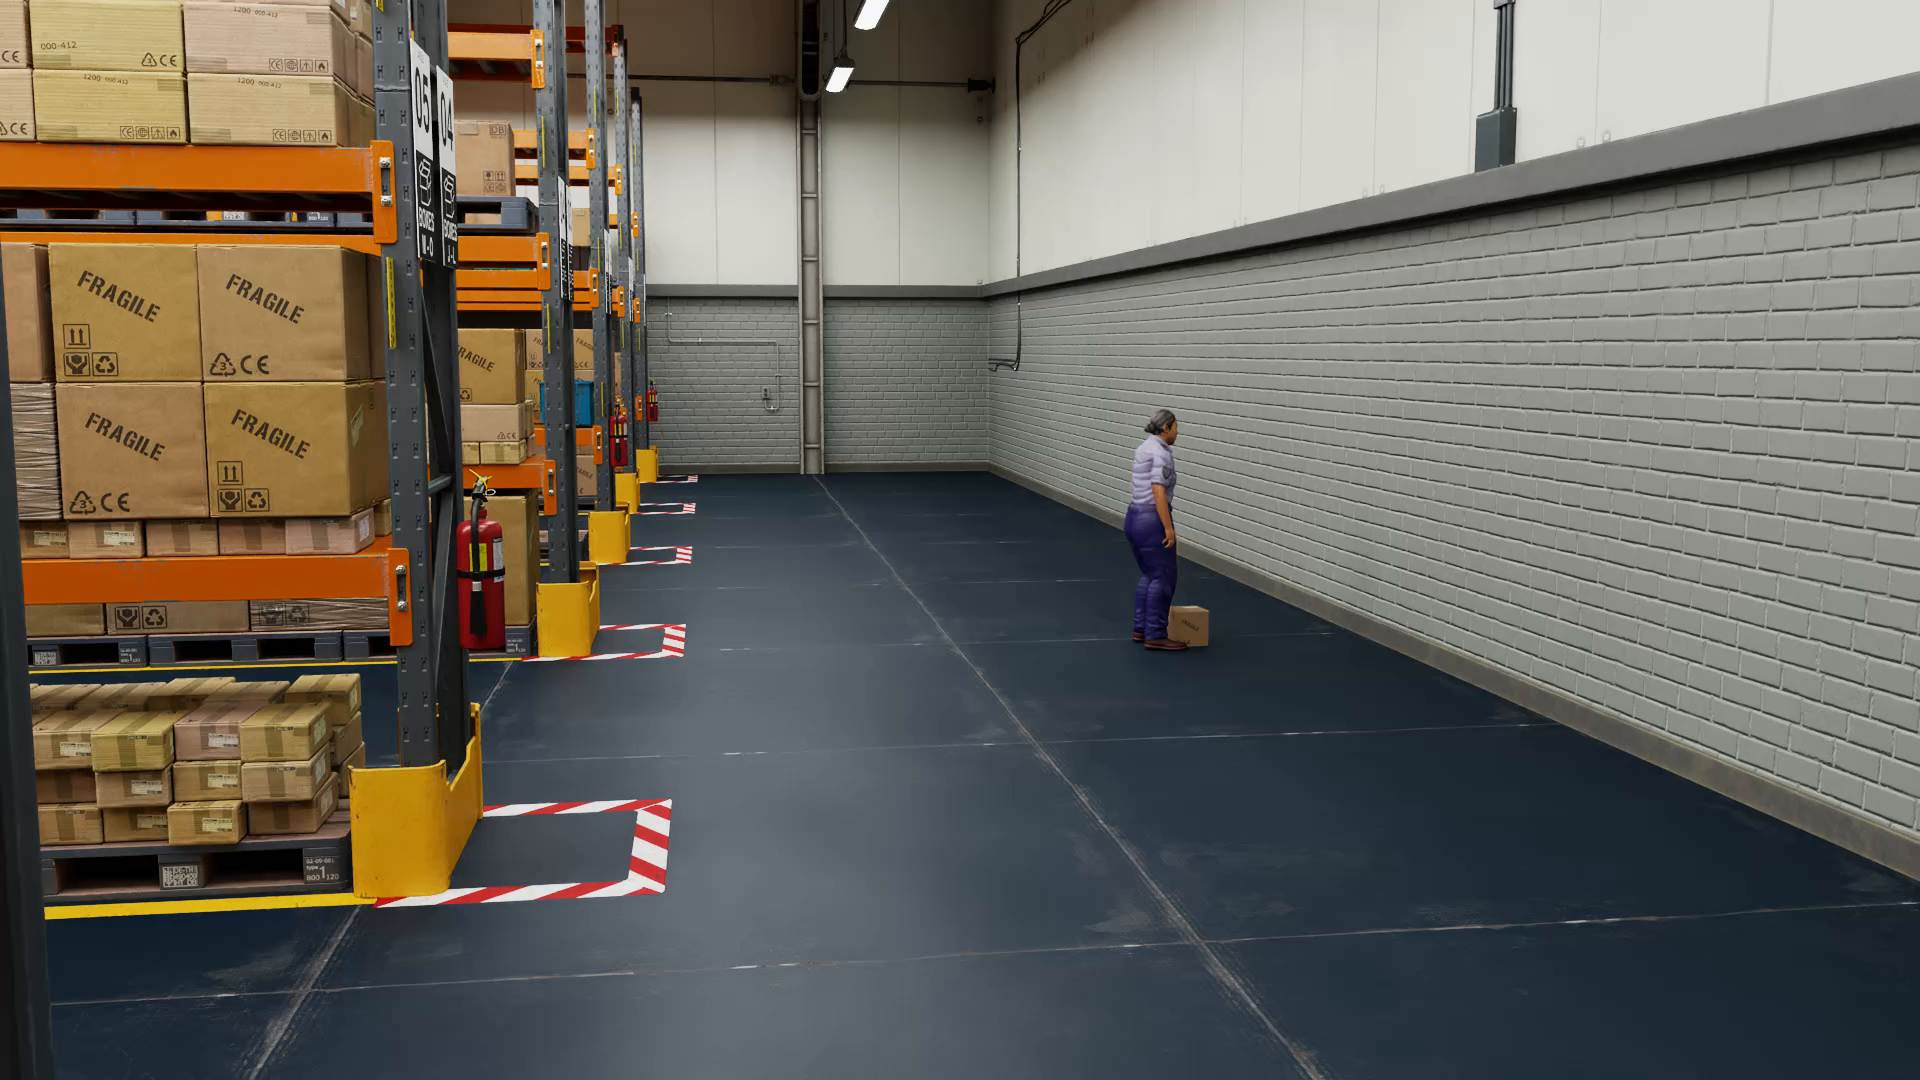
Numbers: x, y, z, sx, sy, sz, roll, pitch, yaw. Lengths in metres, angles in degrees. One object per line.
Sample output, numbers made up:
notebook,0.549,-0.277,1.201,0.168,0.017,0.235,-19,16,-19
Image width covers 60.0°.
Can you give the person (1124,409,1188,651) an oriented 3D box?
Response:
person,1.375,-0.083,11.597,0.342,1.651,0.561,-1,7,-12
